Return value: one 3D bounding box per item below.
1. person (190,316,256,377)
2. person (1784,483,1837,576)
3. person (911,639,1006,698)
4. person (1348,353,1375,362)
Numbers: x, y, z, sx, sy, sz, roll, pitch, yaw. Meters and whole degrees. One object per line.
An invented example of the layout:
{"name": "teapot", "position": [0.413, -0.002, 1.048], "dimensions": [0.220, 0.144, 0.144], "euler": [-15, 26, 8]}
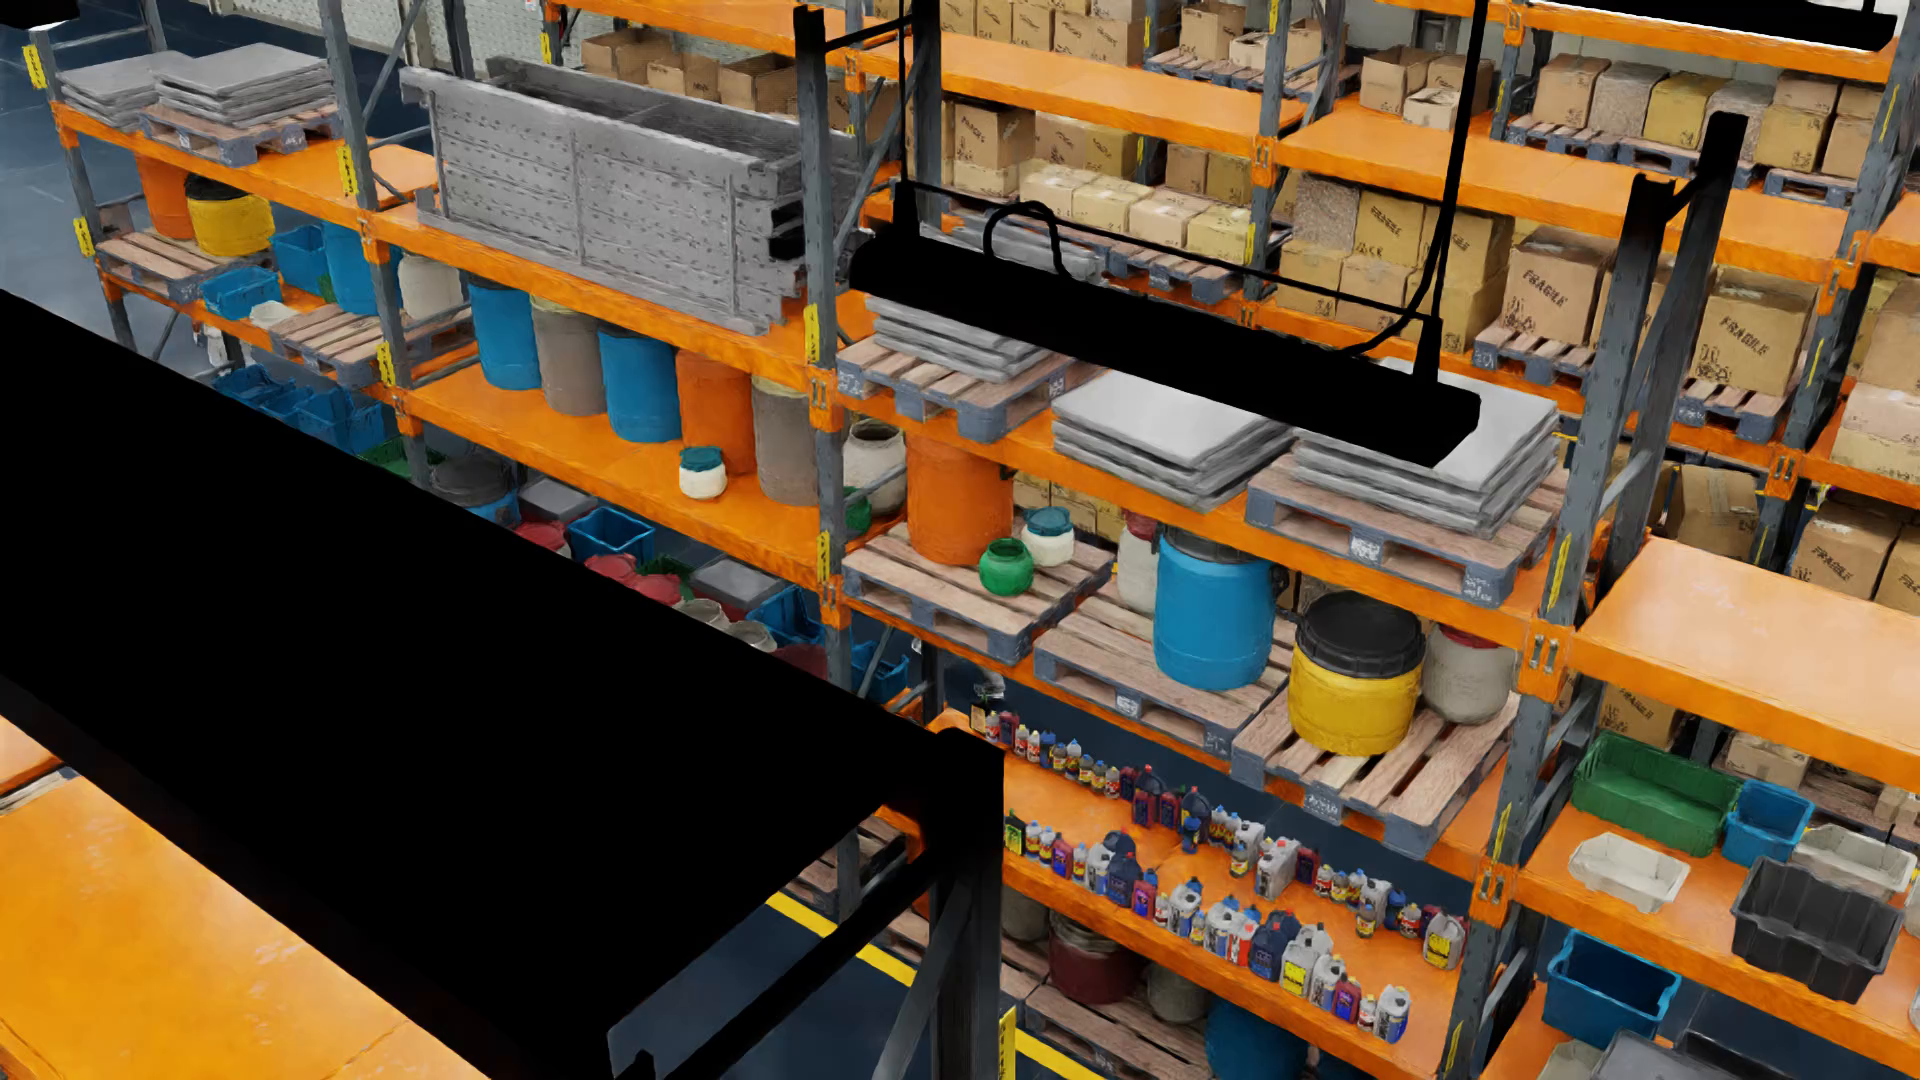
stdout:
{"name": "person", "position": [-7.591, -2.167, 17.173], "dimensions": [0.552, 1.742, 0.677], "euler": [21, 37, 30]}
{"name": "person", "position": [7.217, -0.097, 13.797], "dimensions": [1.121, 1.691, 0.577], "euler": [23, 38, 33]}
{"name": "person", "position": [-0.052, 0.472, 13.024], "dimensions": [1.041, 1.517, 0.415], "euler": [20, 37, 29]}
{"name": "person", "position": [3.766, -1.088, 15.522], "dimensions": [0.507, 1.619, 0.598], "euler": [21, 37, 30]}
